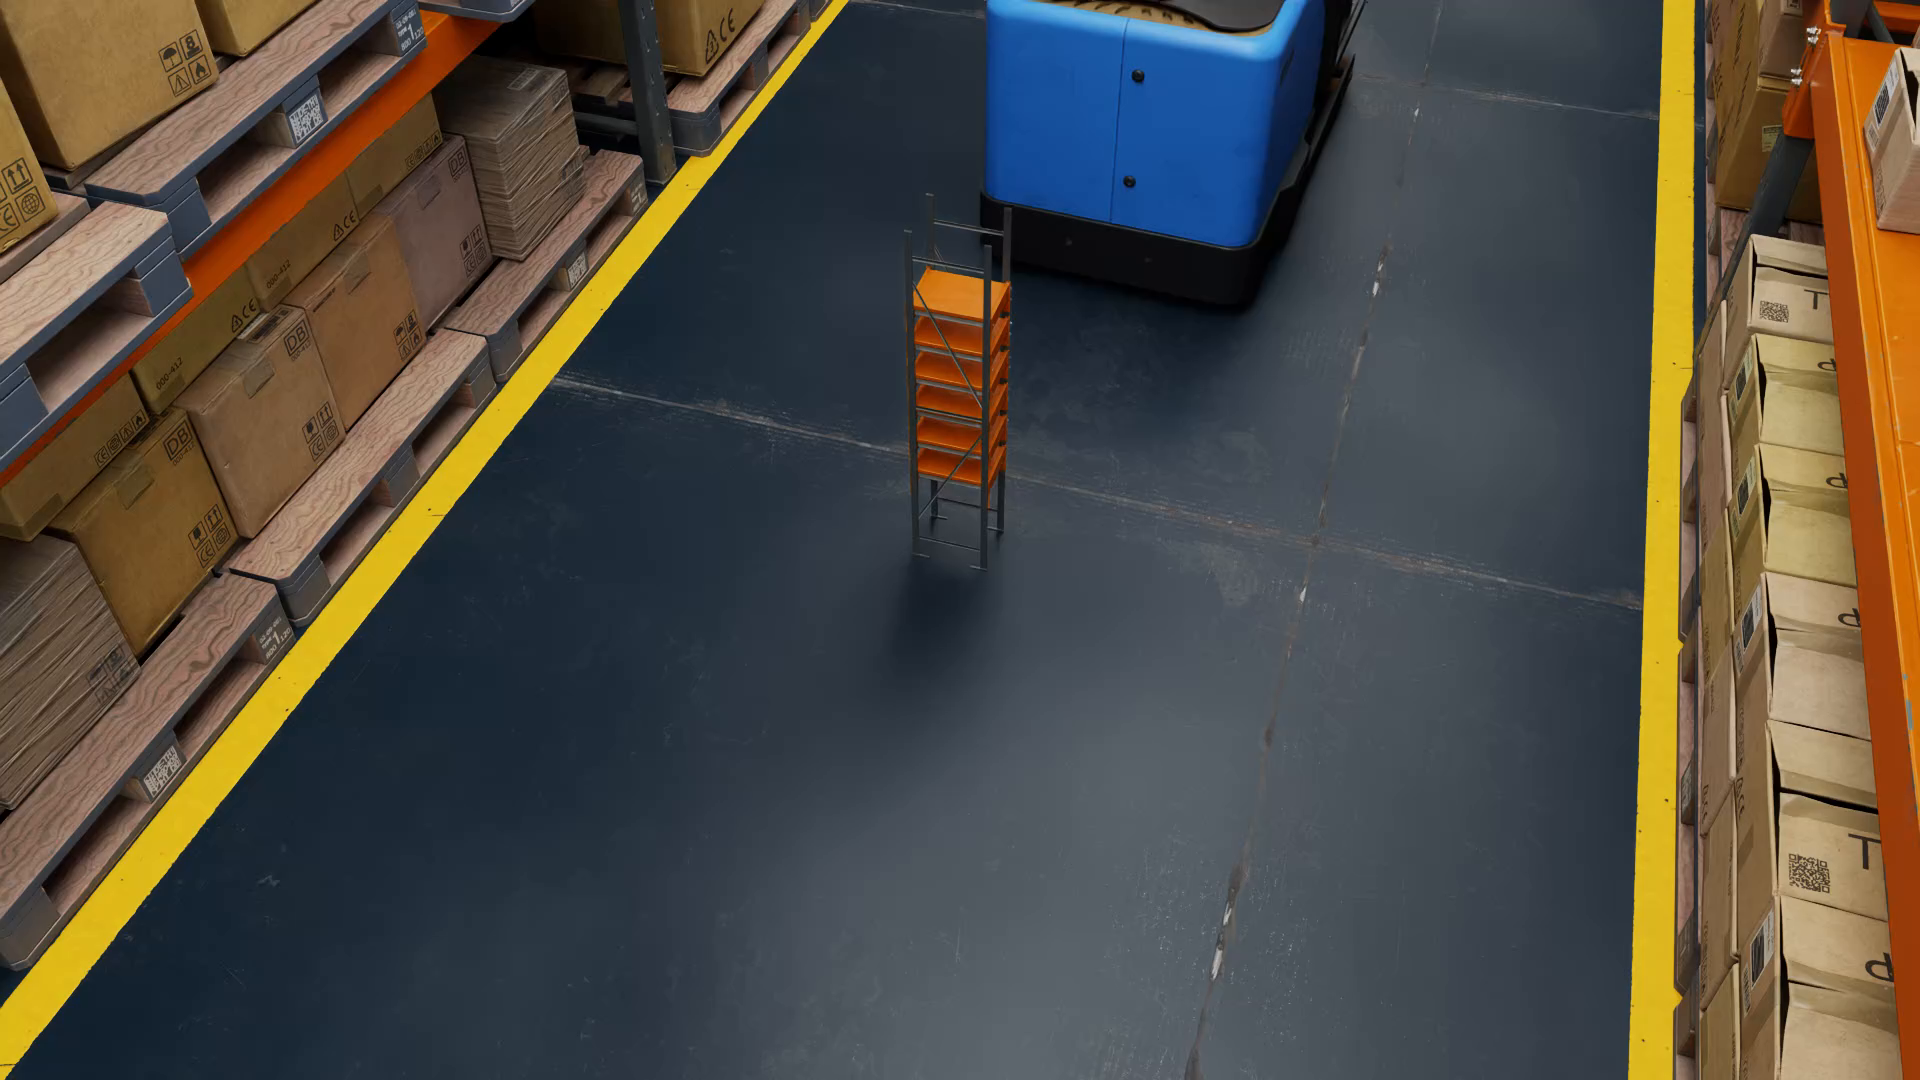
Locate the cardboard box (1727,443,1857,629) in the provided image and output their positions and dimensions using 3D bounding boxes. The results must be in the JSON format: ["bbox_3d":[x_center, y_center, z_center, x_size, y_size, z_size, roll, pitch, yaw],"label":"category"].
[{"bbox_3d":[2.328,0.016,4.354,0.500,0.311,0.500,11,46,11],"label":"cardboard box"}]

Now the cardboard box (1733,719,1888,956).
[{"bbox_3d":[2.018,0.693,3.662,0.500,0.311,0.500,12,46,12],"label":"cardboard box"}]

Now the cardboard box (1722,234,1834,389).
[{"bbox_3d":[2.636,-0.675,5.060,0.500,0.311,0.500,14,46,14],"label":"cardboard box"}]

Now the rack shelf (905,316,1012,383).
[{"bbox_3d":[-0.004,-0.559,4.684,0.258,0.103,0.180,13,46,12],"label":"rack shelf"}]

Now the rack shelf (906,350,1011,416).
[{"bbox_3d":[-0.004,-0.473,4.768,0.258,0.103,0.180,13,46,12],"label":"rack shelf"}]

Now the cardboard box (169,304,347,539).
[{"bbox_3d":[-2.350,-0.420,5.007,0.700,0.500,0.500,13,46,13],"label":"cardboard box"}]

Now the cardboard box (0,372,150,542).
[{"bbox_3d":[-2.522,-0.295,4.344,0.500,0.250,0.500,12,46,12],"label":"cardboard box"}]

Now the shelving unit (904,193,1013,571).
[{"bbox_3d":[-0.004,-0.419,4.820,0.258,1.200,0.189,13,46,13],"label":"shelving unit"}]

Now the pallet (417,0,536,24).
[{"bbox_3d":[-1.762,-2.075,5.363,1.213,0.211,1.003,13,46,13],"label":"pallet"}]

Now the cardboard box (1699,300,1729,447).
[{"bbox_3d":[2.636,-0.475,5.256,0.500,0.250,0.500,12,46,12],"label":"cardboard box"}]

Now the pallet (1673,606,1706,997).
[{"bbox_3d":[2.417,0.753,4.329,1.003,0.211,1.213,13,46,13],"label":"pallet"}]

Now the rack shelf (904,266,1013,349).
[{"bbox_3d":[-0.004,-0.645,4.600,0.258,0.103,0.180,13,46,12],"label":"rack shelf"}]

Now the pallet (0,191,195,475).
[{"bbox_3d":[-2.489,-0.385,3.636,1.003,0.211,1.213,13,46,13],"label":"pallet"}]

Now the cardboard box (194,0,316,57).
[{"bbox_3d":[-2.136,-1.684,4.440,0.700,0.500,0.500,13,46,13],"label":"cardboard box"}]

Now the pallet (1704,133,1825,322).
[{"bbox_3d":[3.337,-1.088,6.210,1.003,0.211,1.213,13,46,13],"label":"pallet"}]

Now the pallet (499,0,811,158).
[{"bbox_3d":[-1.337,-2.154,7.300,1.003,0.211,1.213,13,46,13],"label":"pallet"}]

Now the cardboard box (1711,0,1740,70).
[{"bbox_3d":[3.444,-2.227,6.854,0.500,0.500,0.500,11,45,11],"label":"cardboard box"}]

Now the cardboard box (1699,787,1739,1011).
[{"bbox_3d":[2.022,0.889,3.863,0.500,0.250,0.500,13,46,13],"label":"cardboard box"}]

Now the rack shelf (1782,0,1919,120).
[{"bbox_3d":[3.680,-2.671,6.349,1.077,0.370,4.000,13,46,13],"label":"rack shelf"}]

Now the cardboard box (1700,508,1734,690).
[{"bbox_3d":[2.333,0.208,4.558,0.500,0.250,0.500,11,46,11],"label":"cardboard box"}]

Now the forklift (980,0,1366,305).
[{"bbox_3d":[1.066,-2.945,6.164,1.130,2.935,3.031,15,46,14],"label":"forklift"}]

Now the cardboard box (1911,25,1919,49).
[{"bbox_3d":[2.923,-1.329,4.528,0.500,0.311,0.500,15,46,15],"label":"cardboard box"}]

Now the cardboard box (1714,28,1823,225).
[{"bbox_3d":[3.134,-1.532,6.143,0.500,0.500,0.500,14,46,14],"label":"cardboard box"}]

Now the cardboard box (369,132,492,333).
[{"bbox_3d":[-2.083,-1.095,5.697,0.700,0.500,0.500,12,46,12],"label":"cardboard box"}]

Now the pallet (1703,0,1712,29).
[{"bbox_3d":[4.076,-2.714,7.873,1.003,0.211,1.213,13,46,13],"label":"pallet"}]

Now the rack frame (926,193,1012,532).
[{"bbox_3d":[0.023,-0.480,4.883,0.240,1.200,0.006,13,46,13],"label":"rack frame"}]

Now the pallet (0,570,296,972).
[{"bbox_3d":[-2.625,0.502,4.586,1.003,0.211,1.213,13,46,13],"label":"pallet"}]

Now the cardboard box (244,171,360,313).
[{"bbox_3d":[-2.199,-0.972,5.035,0.500,0.250,0.500,12,46,12],"label":"cardboard box"}]

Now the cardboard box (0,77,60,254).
[{"bbox_3d":[-2.496,-0.871,3.609,0.700,0.500,0.500,17,47,17],"label":"cardboard box"}]

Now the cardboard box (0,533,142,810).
[{"bbox_3d":[-2.652,0.267,4.305,0.700,0.500,0.500,14,46,14],"label":"cardboard box"}]

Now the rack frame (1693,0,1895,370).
[{"bbox_3d":[3.075,-1.595,4.735,1.000,3.000,0.127,13,46,13],"label":"rack frame"}]
